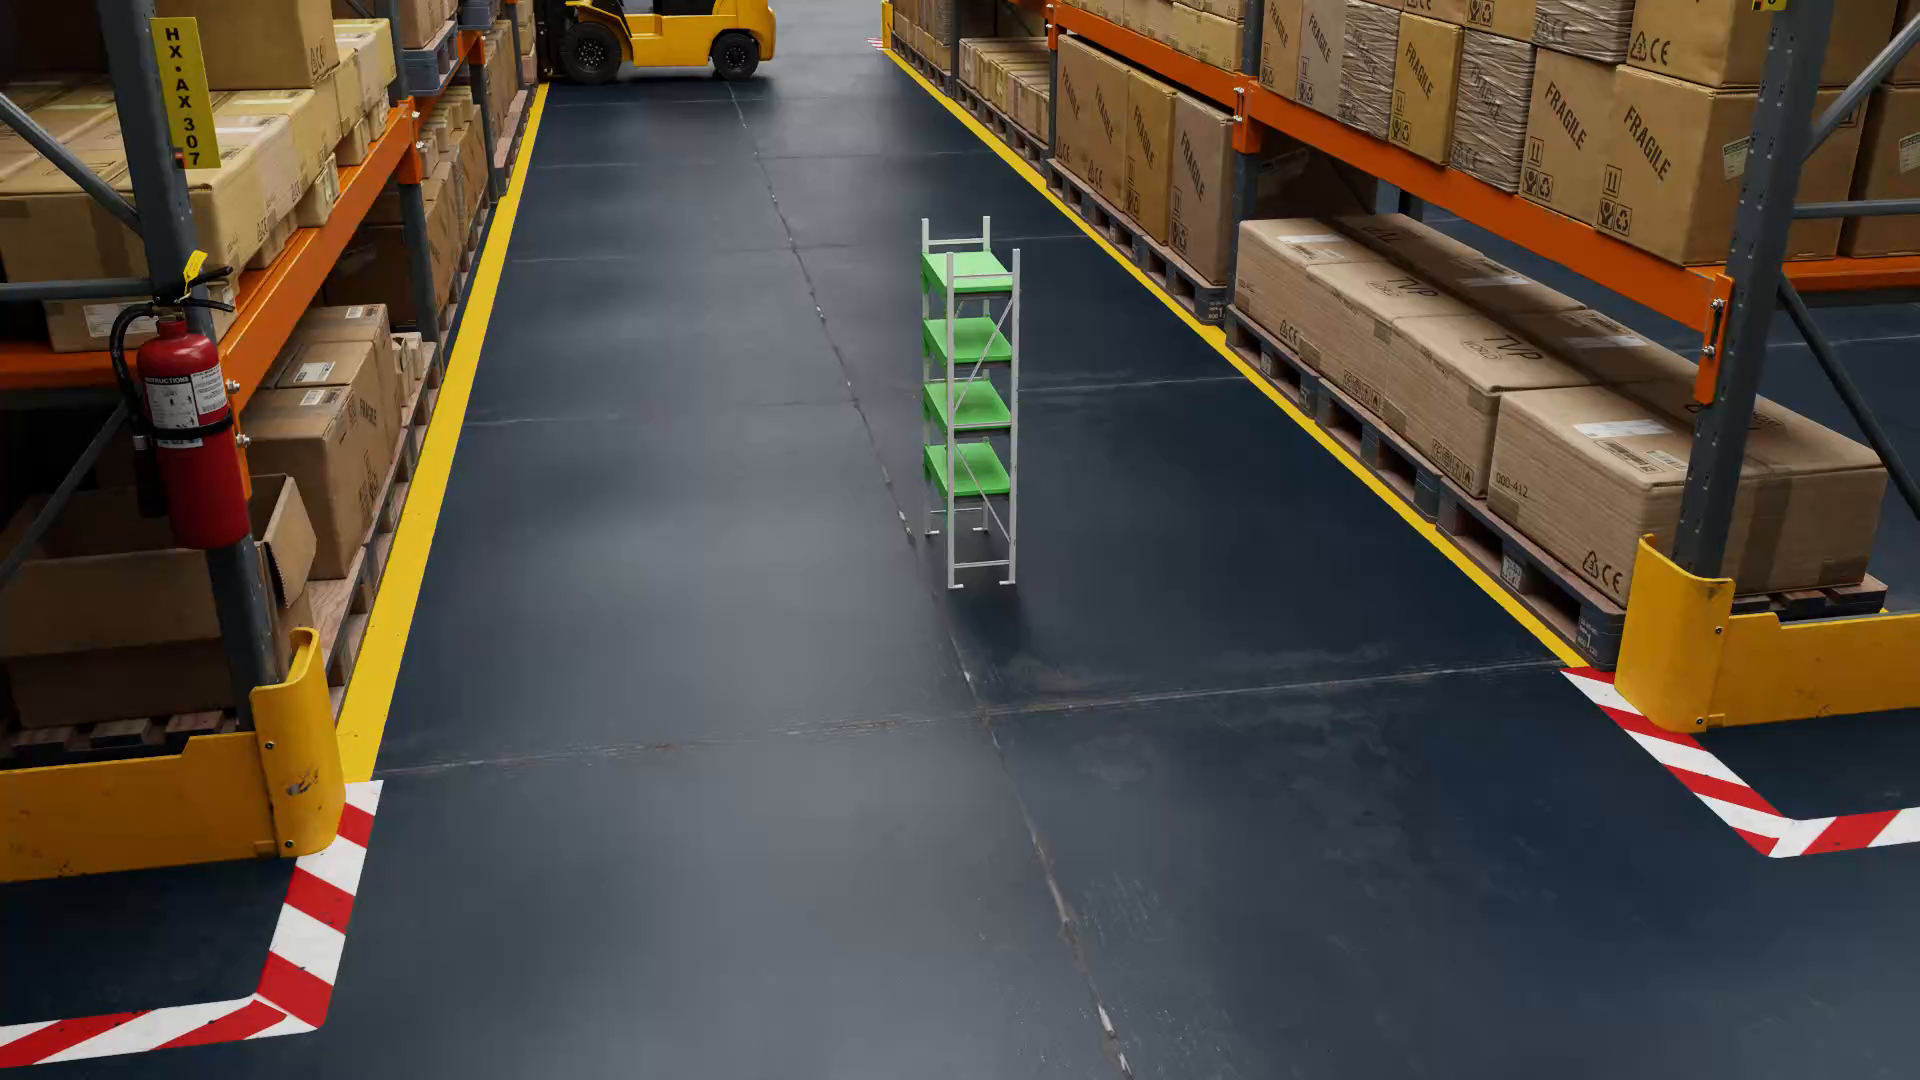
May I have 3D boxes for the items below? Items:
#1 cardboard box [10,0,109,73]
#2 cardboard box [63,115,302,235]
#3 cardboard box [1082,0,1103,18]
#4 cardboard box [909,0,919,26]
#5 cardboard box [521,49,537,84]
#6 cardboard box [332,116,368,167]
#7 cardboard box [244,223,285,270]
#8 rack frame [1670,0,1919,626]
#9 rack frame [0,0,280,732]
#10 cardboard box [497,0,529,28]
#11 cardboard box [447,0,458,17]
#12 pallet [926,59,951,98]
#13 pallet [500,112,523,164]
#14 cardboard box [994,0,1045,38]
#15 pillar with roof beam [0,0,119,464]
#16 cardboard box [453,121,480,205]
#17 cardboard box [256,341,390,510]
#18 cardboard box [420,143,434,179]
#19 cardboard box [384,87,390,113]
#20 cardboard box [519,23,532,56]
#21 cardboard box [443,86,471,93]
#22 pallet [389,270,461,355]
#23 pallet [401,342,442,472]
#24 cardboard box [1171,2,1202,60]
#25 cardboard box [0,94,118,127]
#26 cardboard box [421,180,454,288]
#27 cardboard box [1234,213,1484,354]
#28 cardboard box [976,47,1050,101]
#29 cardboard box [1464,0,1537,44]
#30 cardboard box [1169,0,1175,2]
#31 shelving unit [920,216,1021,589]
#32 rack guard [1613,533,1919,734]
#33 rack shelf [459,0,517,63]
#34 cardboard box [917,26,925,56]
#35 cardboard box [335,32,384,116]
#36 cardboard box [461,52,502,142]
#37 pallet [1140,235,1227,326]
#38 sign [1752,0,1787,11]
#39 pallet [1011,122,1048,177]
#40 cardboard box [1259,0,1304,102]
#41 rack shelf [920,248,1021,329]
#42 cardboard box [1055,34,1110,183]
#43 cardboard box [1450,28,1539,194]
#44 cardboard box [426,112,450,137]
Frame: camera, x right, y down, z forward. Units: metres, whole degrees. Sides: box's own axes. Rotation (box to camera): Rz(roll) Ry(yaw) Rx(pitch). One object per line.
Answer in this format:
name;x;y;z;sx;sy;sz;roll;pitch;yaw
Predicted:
cardboard box;-2.971;-1.926;5.790;0.500;0.500;0.500;-5;24;-11
cardboard box;-2.158;-1.011;4.633;0.500;0.250;0.500;-4;24;-9
cardboard box;1.108;-3.582;10.890;0.500;0.250;0.500;-5;24;-11
cardboard box;-0.259;-5.735;17.606;0.500;0.500;0.500;-4;24;-9
cardboard box;-4.229;-4.414;15.519;0.500;0.250;0.500;-4;24;-9
cardboard box;-2.440;-1.493;6.235;0.380;0.149;0.250;-5;24;-11
cardboard box;-2.199;-0.882;4.837;0.380;0.149;0.250;-4;24;-8
rack frame;2.632;-0.915;4.598;1.000;3.000;0.127;-4;24;-10
rack frame;-2.246;-0.547;3.754;1.000;3.000;0.127;-4;24;-10
cardboard box;-4.246;-4.871;15.316;0.500;0.250;0.500;-5;24;-11
cardboard box;-3.096;-3.077;8.899;0.700;0.500;0.500;-4;24;-10
pallet;0.254;-4.619;16.563;1.003;0.211;1.213;-4;24;-10
pallet;-4.061;-3.221;13.361;1.003;0.211;1.213;-4;24;-10
cardboard box;0.569;-5.164;16.299;0.500;0.500;0.500;-3;24;-7
pillar with roof beam;0.488;-4.847;6.105;9.100;9.000;0.400;-4;24;-10
cardboard box;-3.353;-2.392;10.578;0.500;0.500;0.500;-5;24;-11
cardboard box;-2.385;-0.396;6.006;0.500;0.500;0.500;-4;24;-9
cardboard box;-3.050;-2.036;8.952;0.380;0.149;0.250;-4;24;-10
cardboard box;-2.678;-1.898;7.162;0.380;0.149;0.250;-4;24;-9
cardboard box;-4.251;-4.641;15.415;0.500;0.250;0.500;-4;24;-10
cardboard box;-3.385;-2.862;10.843;0.380;0.149;0.250;-5;24;-12
pallet;-3.173;-1.159;8.641;1.003;0.211;1.213;-4;24;-10
pallet;-2.859;-0.572;7.296;1.003;0.211;1.213;-4;24;-10
cardboard box;1.468;-2.778;9.051;0.500;0.250;0.500;-5;24;-10
cardboard box;-2.773;-1.174;5.005;0.500;0.250;0.500;-4;24;-8
cardboard box;-2.962;-1.583;8.724;0.500;0.500;0.500;-5;24;-10
cardboard box;1.903;-1.252;8.046;0.875;0.438;0.875;-5;24;-11
cardboard box;0.649;-4.135;14.729;0.950;0.372;0.625;-3;24;-6
cardboard box;2.095;-1.990;5.684;0.500;0.500;0.500;-4;24;-10
cardboard box;1.370;-3.204;9.401;0.500;0.250;0.500;-4;24;-8
shelving unit;0.031;-0.485;5.861;0.258;1.200;0.503;-4;24;-10
rack guard;2.636;0.240;5.077;1.175;0.500;0.348;-4;24;-10
rack shelf;-4.095;-4.150;12.904;1.077;0.370;4.000;-4;24;-10
cardboard box;-0.158;-5.190;17.295;0.500;0.250;0.500;-4;24;-9
cardboard box;-2.544;-1.809;6.461;0.500;0.250;0.500;-4;24;-10
cardboard box;-3.955;-3.300;12.501;0.875;0.625;0.625;-4;24;-8
pallet;1.675;-1.509;9.441;1.003;0.211;1.213;-4;24;-10
sign;2.096;-1.520;4.240;0.100;0.325;0.005;-4;24;-10
pallet;1.009;-3.092;13.065;1.003;0.211;1.213;-4;24;-10
cardboard box;1.722;-2.331;7.714;0.500;0.500;0.500;-4;24;-8
rack shelf;0.031;-0.866;5.694;0.258;0.148;0.480;-4;24;-10
cardboard box;1.199;-3.003;11.508;0.875;0.875;0.875;-5;24;-10
cardboard box;2.100;-1.532;5.884;0.500;0.500;0.500;-4;24;-8
cardboard box;-3.248;-2.445;9.888;0.380;0.149;0.250;-5;24;-11
